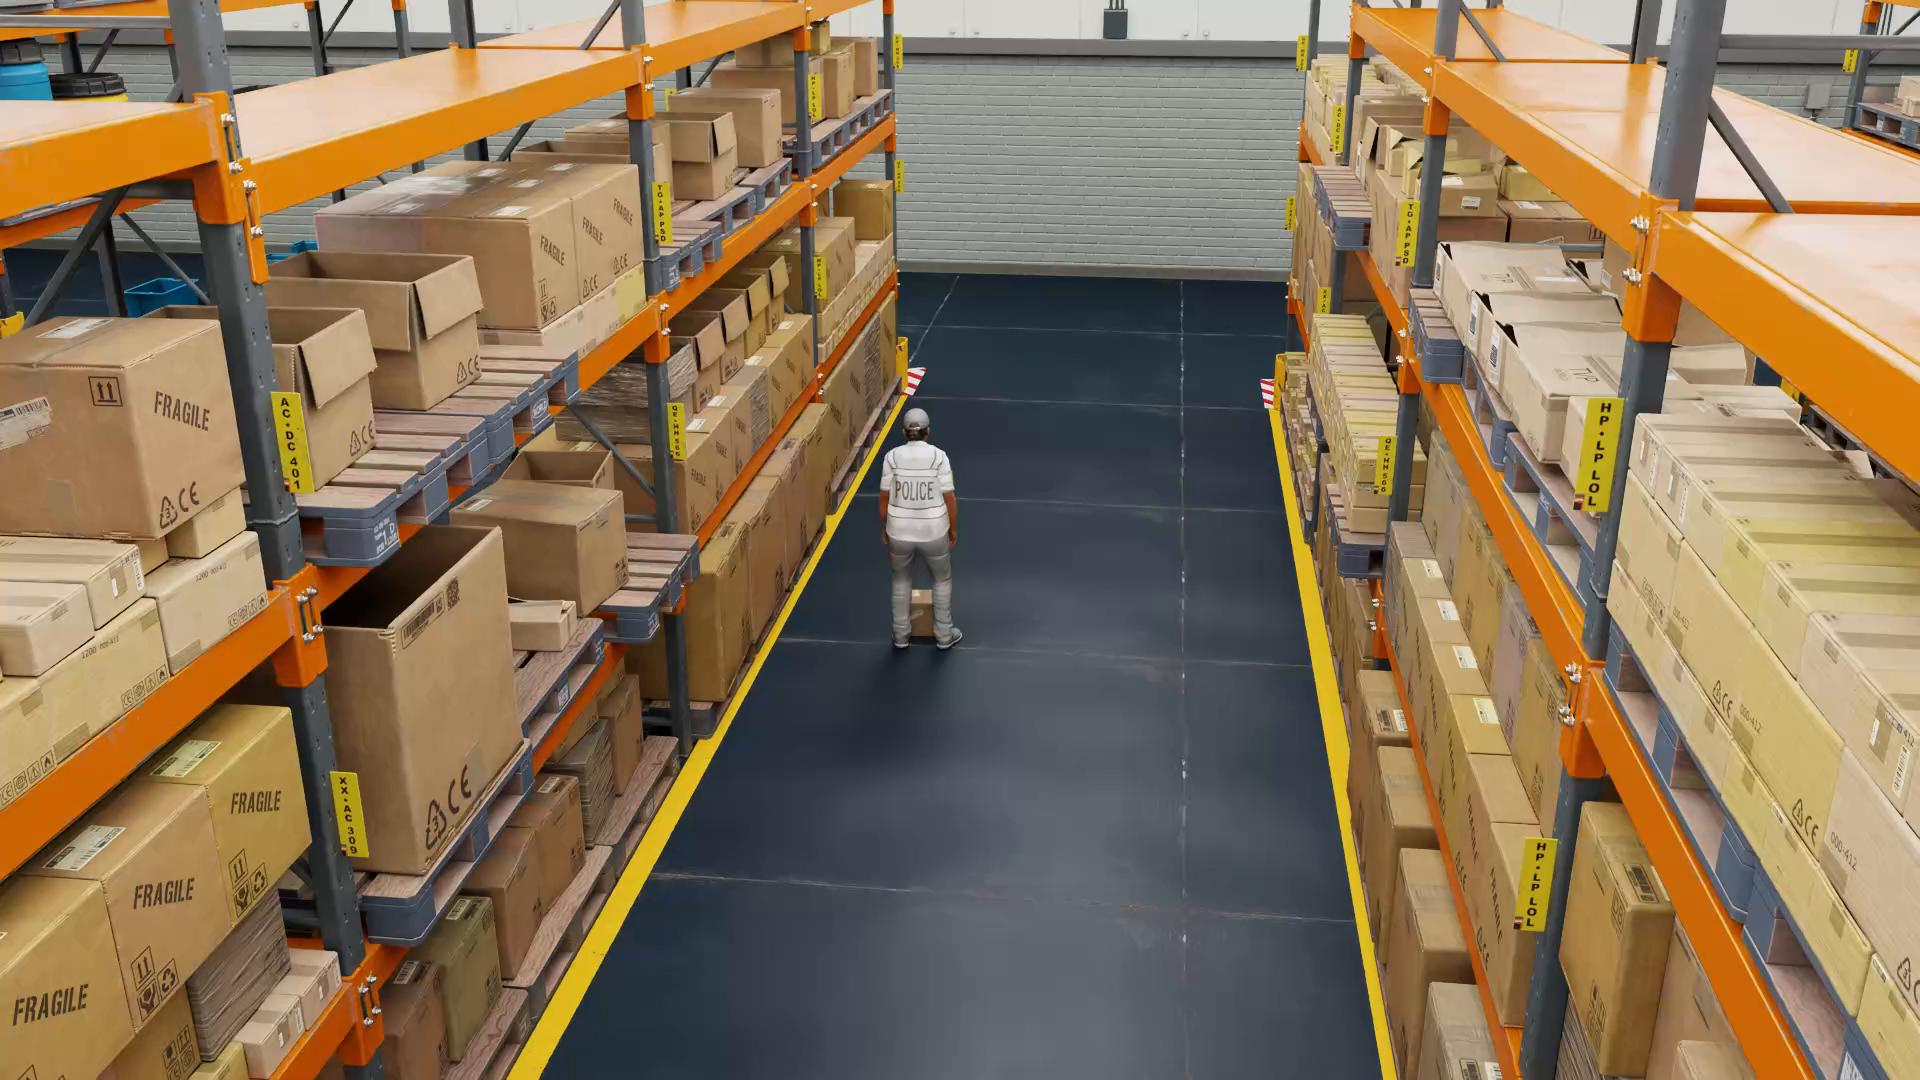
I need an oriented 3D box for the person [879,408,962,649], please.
[{"bbox_3d":[-0.269,-0.068,11.249,0.545,1.666,0.471,2,21,6],"label":"person"}]
